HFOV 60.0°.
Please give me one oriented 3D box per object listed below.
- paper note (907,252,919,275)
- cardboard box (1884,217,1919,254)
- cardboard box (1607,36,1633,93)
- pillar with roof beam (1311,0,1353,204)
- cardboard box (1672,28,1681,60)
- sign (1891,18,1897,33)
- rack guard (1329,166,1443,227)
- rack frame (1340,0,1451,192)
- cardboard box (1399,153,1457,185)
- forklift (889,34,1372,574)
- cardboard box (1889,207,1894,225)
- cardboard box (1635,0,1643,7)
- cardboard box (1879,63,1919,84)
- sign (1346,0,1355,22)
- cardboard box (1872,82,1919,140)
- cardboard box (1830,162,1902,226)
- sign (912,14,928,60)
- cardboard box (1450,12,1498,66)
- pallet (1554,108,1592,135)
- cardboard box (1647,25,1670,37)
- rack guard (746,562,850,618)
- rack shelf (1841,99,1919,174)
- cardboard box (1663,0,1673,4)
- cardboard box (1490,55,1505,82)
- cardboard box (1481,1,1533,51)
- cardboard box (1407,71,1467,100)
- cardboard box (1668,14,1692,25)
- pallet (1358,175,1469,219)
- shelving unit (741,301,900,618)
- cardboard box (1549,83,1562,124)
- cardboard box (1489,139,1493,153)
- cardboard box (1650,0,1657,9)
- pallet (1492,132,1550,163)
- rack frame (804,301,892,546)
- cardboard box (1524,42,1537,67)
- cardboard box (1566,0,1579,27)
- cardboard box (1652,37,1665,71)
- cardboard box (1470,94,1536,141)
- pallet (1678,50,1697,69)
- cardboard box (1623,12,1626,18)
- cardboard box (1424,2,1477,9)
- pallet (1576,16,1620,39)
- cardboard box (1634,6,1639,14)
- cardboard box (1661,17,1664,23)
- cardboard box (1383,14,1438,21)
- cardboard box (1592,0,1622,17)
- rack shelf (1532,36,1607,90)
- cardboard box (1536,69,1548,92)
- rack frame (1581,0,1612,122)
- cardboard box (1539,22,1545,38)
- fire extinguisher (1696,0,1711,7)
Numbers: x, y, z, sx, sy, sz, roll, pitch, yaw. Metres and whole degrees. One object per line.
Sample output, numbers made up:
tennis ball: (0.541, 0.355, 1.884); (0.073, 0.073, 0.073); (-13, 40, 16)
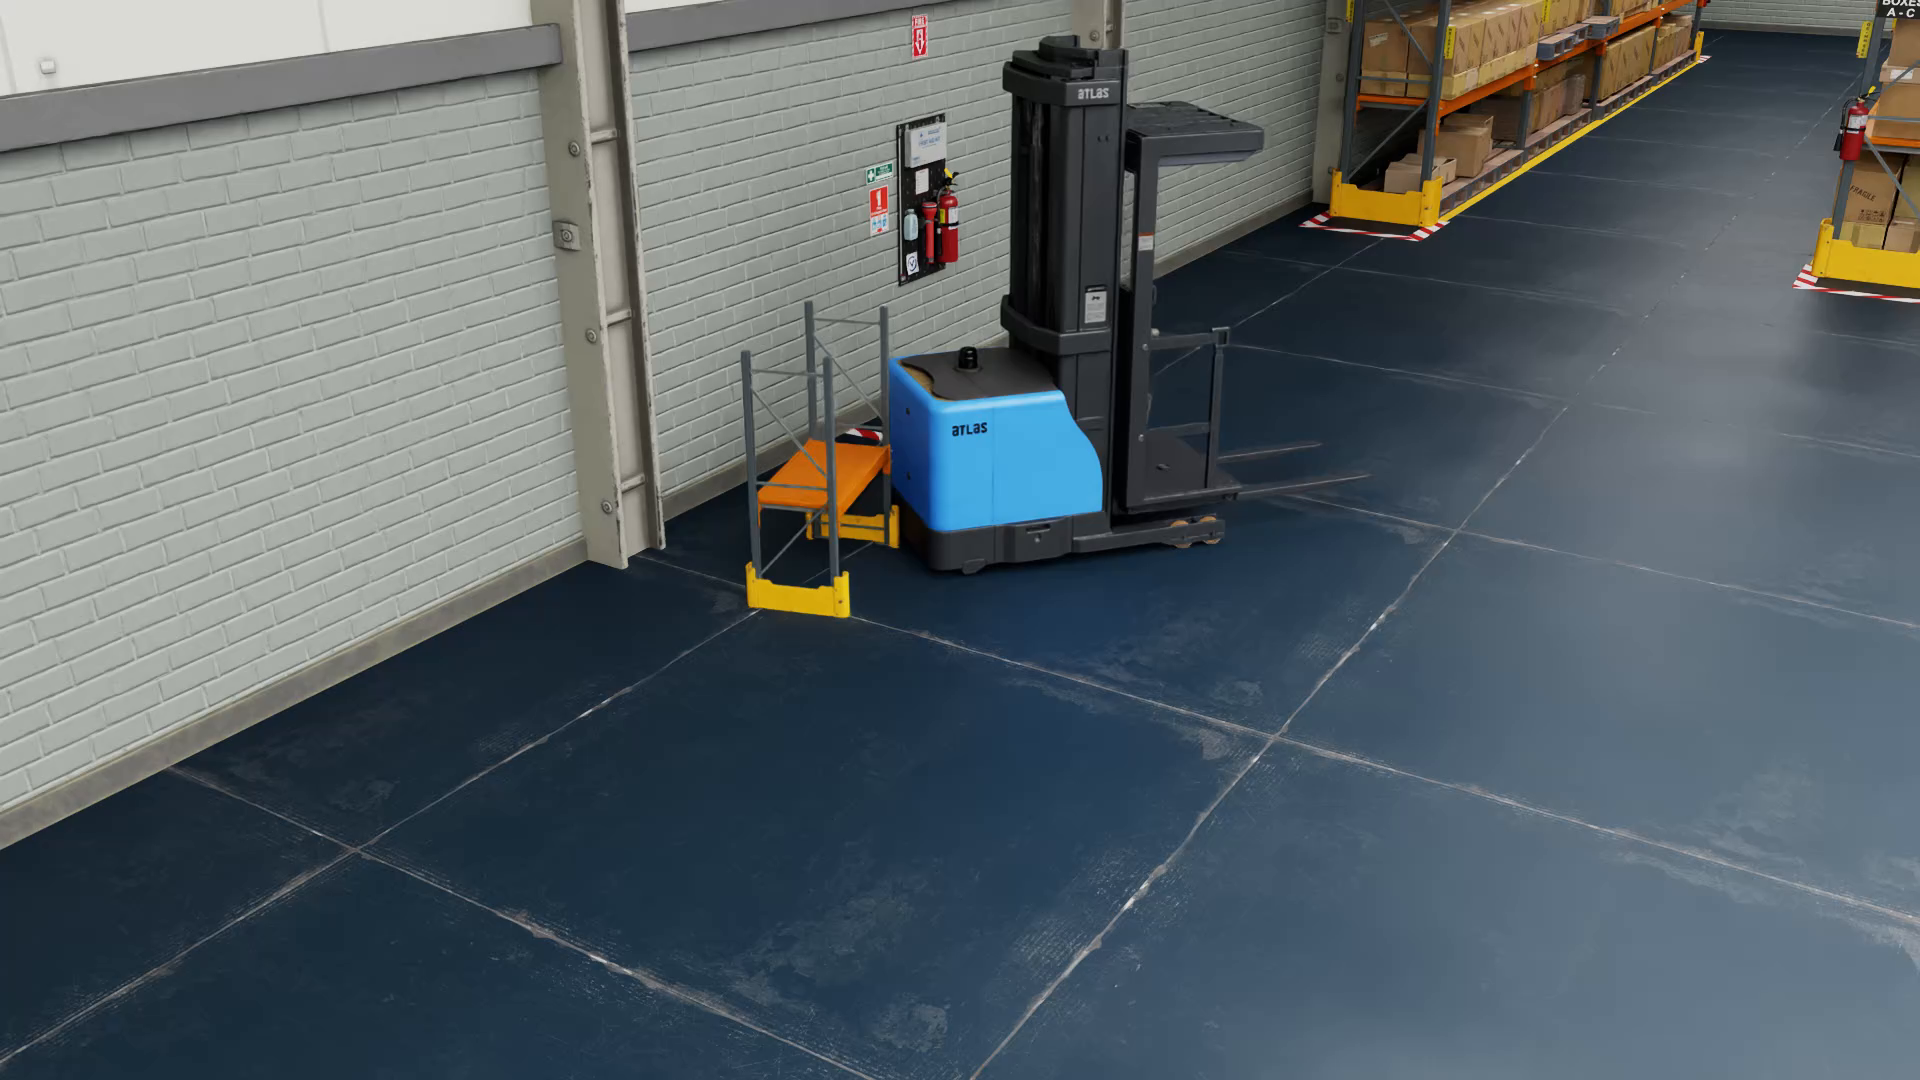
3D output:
paper note: (-0.349, -2.051, 12.320); (0.016, 0.148, 0.142); (14, 27, 29)
cardboard box: (9.352, -2.962, 16.250); (0.500, 0.250, 0.500); (14, 27, 29)
cardboard box: (9.856, -7.355, 25.642); (0.750, 0.750, 0.750); (14, 27, 29)
pillar with roof beam: (7.961, -7.202, 15.560); (9.100, 9.000, 0.400); (14, 27, 29)
cardboard box: (12.296, -8.784, 29.382); (0.700, 0.500, 0.500); (13, 27, 27)
sign: (10.524, -5.853, 18.636); (0.100, 0.325, 0.005); (14, 27, 29)
rack guard: (4.709, -3.813, 18.427); (1.175, 0.500, 0.348); (14, 27, 29)
rack frame: (4.669, -4.934, 17.872); (1.000, 3.000, 0.127); (14, 27, 29)
cardboard box: (5.411, -4.309, 19.259); (0.500, 0.311, 0.500); (16, 28, 33)
forklift: (1.102, -1.484, 9.989); (3.031, 2.935, 1.130); (-8, 25, -17)
cardboard box: (9.165, -3.242, 16.896); (0.500, 0.250, 0.500); (14, 27, 29)
cardboard box: (10.178, -8.455, 25.481); (0.500, 0.500, 0.500); (15, 27, 30)
cardboard box: (8.919, -4.410, 15.718); (0.380, 0.149, 0.250); (13, 27, 28)
sign: (4.208, -5.733, 17.863); (0.100, 0.325, 0.005); (14, 27, 29)
cardboard box: (9.137, -4.098, 15.814); (0.700, 0.500, 0.500); (14, 27, 29)
cardboard box: (8.910, -3.416, 16.353); (0.500, 0.500, 0.500); (14, 27, 29)
sign: (-0.286, -3.582, 11.832); (0.001, 0.298, 0.199); (14, 27, 29)
cardboard box: (5.724, -5.654, 18.755); (0.500, 0.500, 0.500); (13, 27, 27)
pallet: (8.476, -6.091, 24.054); (1.003, 0.211, 1.213); (14, 27, 29)
cardboard box: (11.817, -8.636, 28.224); (0.380, 0.149, 0.250); (15, 28, 31)
rack guard: (-0.907, 0.278, 9.292); (0.587, 0.250, 0.087); (6, 24, 13)
rack shelf: (9.935, -4.242, 17.179); (1.077, 0.370, 4.000); (14, 27, 29)
cardboard box: (11.299, -9.301, 27.583); (0.980, 0.700, 0.700); (14, 27, 30)
cardboard box: (6.001, -5.492, 19.323); (0.500, 0.250, 0.500); (14, 27, 29)
cardboard box: (6.534, -6.174, 19.957); (0.500, 0.500, 0.500); (14, 27, 29)
cardboard box: (5.197, -4.972, 18.124); (0.500, 0.250, 0.500); (13, 27, 27)
cardboard box: (12.912, -9.339, 29.848); (0.380, 0.149, 0.250); (14, 27, 28)
pallet: (5.168, -3.947, 19.101); (1.003, 0.211, 1.213); (14, 27, 29)
shelving unit: (-0.784, -0.487, 9.487); (0.587, 1.500, 1.083); (6, 24, 13)
cardboard box: (7.945, -6.112, 23.185); (0.700, 0.500, 0.500); (14, 27, 29)
cardboard box: (6.523, -4.999, 21.034); (0.380, 0.166, 0.250); (10, 25, 22)
cardboard box: (10.948, -8.614, 26.664); (0.380, 0.149, 0.250); (14, 27, 30)
pallet: (7.189, -5.267, 22.152); (1.003, 0.211, 1.213); (14, 27, 29)
rack frame: (-0.660, -0.679, 9.931); (0.500, 1.500, 0.032); (6, 24, 13)
cardboard box: (6.787, -6.001, 20.500); (0.500, 0.250, 0.500); (14, 27, 29)
cardboard box: (8.012, -7.296, 22.648); (0.700, 0.500, 0.500); (14, 27, 29)
cardboard box: (11.481, -8.261, 28.174); (0.700, 0.500, 0.500); (14, 27, 30)
cardboard box: (7.153, -5.591, 21.981); (0.700, 0.500, 0.500); (15, 28, 31)
pallet: (12.754, -8.768, 30.239); (1.003, 0.211, 1.213); (14, 27, 29)
cardboard box: (9.915, -8.031, 25.316); (0.380, 0.149, 0.250); (14, 27, 30)
cardboard box: (5.810, -6.113, 19.814); (0.500, 0.500, 0.500); (15, 27, 30)
pallet: (8.604, -7.283, 23.540); (1.213, 0.211, 1.003); (14, 27, 29)
cardboard box: (10.354, -8.285, 25.903); (0.380, 0.149, 0.250); (13, 27, 28)
cardboard box: (12.322, -9.249, 29.640); (0.380, 0.149, 0.250); (14, 27, 29)
cardboard box: (5.011, -5.590, 18.607); (0.500, 0.500, 0.500); (14, 27, 30)
cardboard box: (9.363, -7.936, 24.281); (0.500, 0.500, 0.500); (15, 27, 30)
rack shelf: (7.834, -6.629, 22.692); (1.077, 0.370, 4.000); (14, 27, 29)
cardboard box: (7.654, -6.261, 22.585); (0.500, 0.250, 0.500); (13, 27, 27)
rack frame: (8.889, -7.634, 24.109); (1.000, 3.000, 0.127); (14, 27, 29)
cardboard box: (7.077, -6.696, 21.263); (0.700, 0.500, 0.500); (14, 27, 29)
fire extinguisher: (13.581, -10.082, 30.330); (0.296, 0.674, 0.183); (14, 27, 29)
